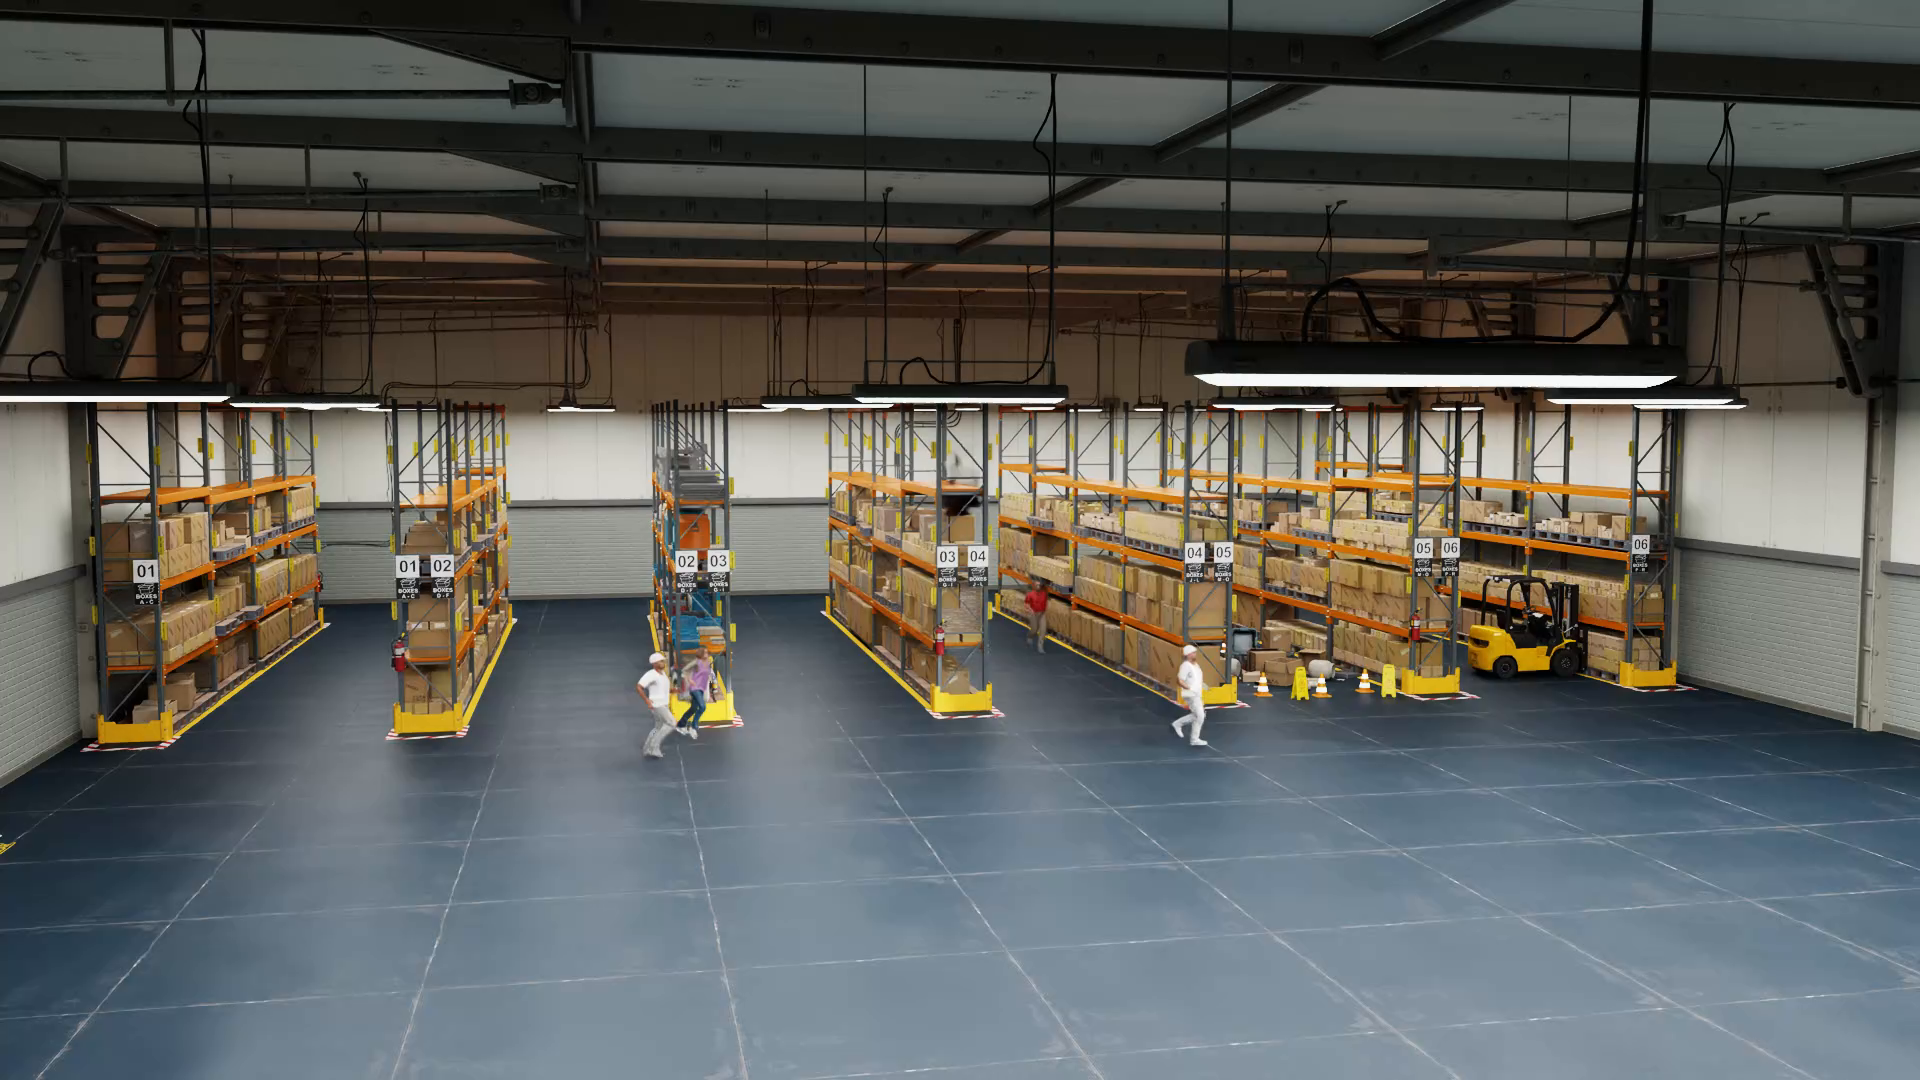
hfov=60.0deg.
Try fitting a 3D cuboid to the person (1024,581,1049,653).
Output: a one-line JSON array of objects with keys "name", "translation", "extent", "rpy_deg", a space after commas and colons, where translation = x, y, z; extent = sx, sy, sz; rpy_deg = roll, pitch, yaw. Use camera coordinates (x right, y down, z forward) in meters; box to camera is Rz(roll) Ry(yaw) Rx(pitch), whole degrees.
[{"name": "person", "translation": [1.874, 1.853, 40.311], "extent": [0.663, 1.717, 0.816], "rpy_deg": [-1, 5, -17]}]

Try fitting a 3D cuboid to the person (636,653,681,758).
[{"name": "person", "translation": [-4.980, 2.752, 27.689], "extent": [0.673, 1.742, 0.676], "rpy_deg": [0, 4, 7]}]

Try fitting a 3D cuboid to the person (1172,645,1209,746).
[{"name": "person", "translation": [3.974, 2.685, 28.807], "extent": [0.675, 1.735, 0.685], "rpy_deg": [2, 5, 24]}]

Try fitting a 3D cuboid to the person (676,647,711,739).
[{"name": "person", "translation": [-4.719, 2.709, 29.643], "extent": [0.643, 1.599, 0.593], "rpy_deg": [2, 5, 22]}]
